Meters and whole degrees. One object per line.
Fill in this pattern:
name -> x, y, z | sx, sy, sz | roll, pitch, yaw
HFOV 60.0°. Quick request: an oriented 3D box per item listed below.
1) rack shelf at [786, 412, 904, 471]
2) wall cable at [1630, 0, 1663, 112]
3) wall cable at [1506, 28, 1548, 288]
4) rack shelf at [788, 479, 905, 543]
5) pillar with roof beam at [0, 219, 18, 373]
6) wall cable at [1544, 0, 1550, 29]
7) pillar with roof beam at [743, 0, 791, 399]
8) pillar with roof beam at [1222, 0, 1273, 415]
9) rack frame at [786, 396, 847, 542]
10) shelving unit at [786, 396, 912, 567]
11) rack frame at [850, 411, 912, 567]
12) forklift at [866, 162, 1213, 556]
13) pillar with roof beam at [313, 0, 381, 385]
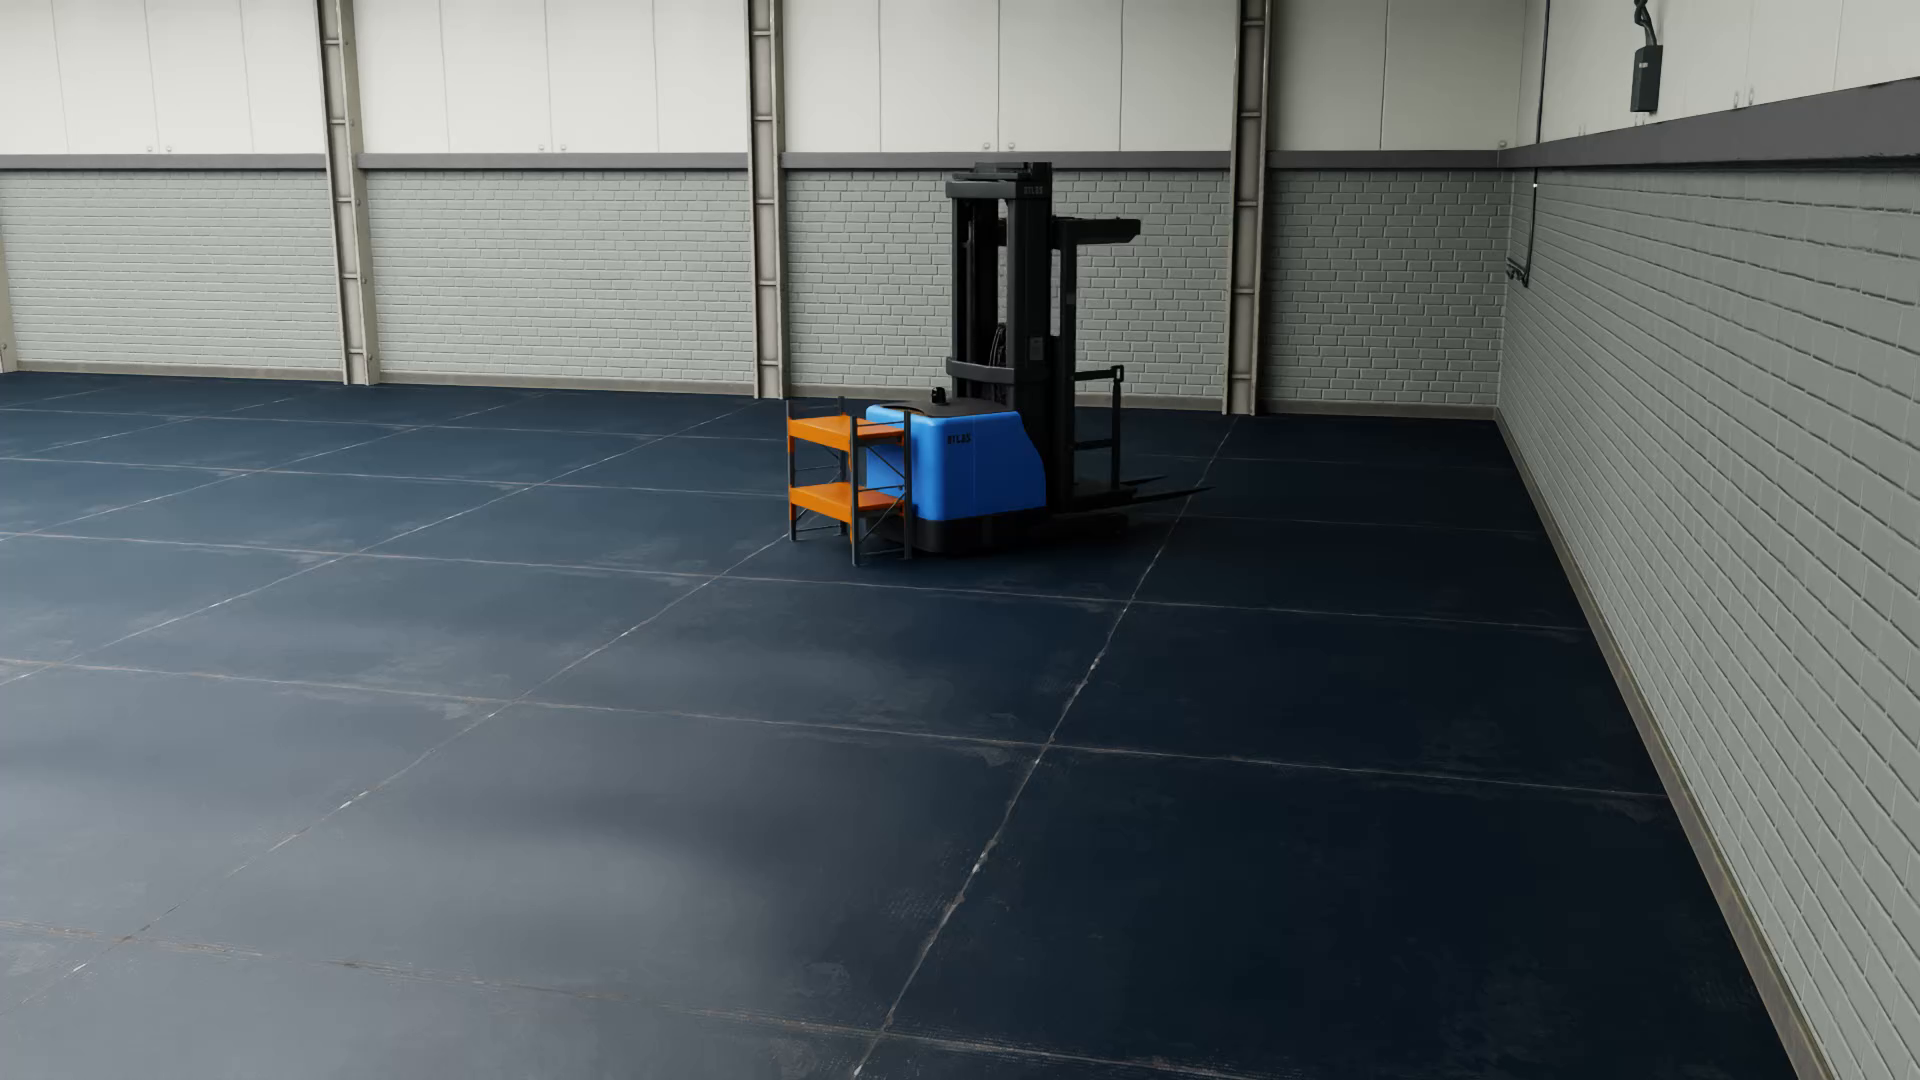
rack shelf -> -0.858, -0.759, 12.701 | 0.538, 0.278, 1.000 | -8, 15, -32
wall cable -> 3.647, -5.168, 7.902 | 0.169, 6.003, 2.305 | 3, 13, 14
wall cable -> 5.937, -3.988, 17.601 | 0.112, 2.526, 3.097 | 3, 13, 14
rack shelf -> -0.856, -0.235, 12.817 | 0.538, 0.278, 1.000 | -8, 15, -32
pillar with roof beam -> -15.113, -5.964, 19.337 | 0.400, 9.000, 9.100 | 3, 13, 14
wall cable -> 5.289, -5.885, 14.490 | 0.112, 2.526, 3.097 | 3, 13, 14
pillar with roof beam -> -3.463, -5.341, 16.530 | 0.400, 9.000, 9.100 | 3, 13, 14
pillar with roof beam -> 2.362, -5.029, 15.127 | 0.400, 9.000, 9.100 | 3, 13, 14
rack frame -> -1.132, -0.565, 13.182 | 0.500, 1.125, 0.032 | -8, 15, -32
shelving unit -> -0.857, -0.473, 12.764 | 0.538, 1.125, 1.048 | -8, 15, -32
rack frame -> -0.582, -0.382, 12.347 | 0.500, 1.125, 0.032 | -8, 15, -32
forklift -> 0.747, -1.539, 13.402 | 3.031, 2.935, 1.130 | -9, 15, -34
pillar with roof beam -> -9.288, -5.652, 17.934 | 0.400, 9.000, 9.100 | 3, 13, 14
